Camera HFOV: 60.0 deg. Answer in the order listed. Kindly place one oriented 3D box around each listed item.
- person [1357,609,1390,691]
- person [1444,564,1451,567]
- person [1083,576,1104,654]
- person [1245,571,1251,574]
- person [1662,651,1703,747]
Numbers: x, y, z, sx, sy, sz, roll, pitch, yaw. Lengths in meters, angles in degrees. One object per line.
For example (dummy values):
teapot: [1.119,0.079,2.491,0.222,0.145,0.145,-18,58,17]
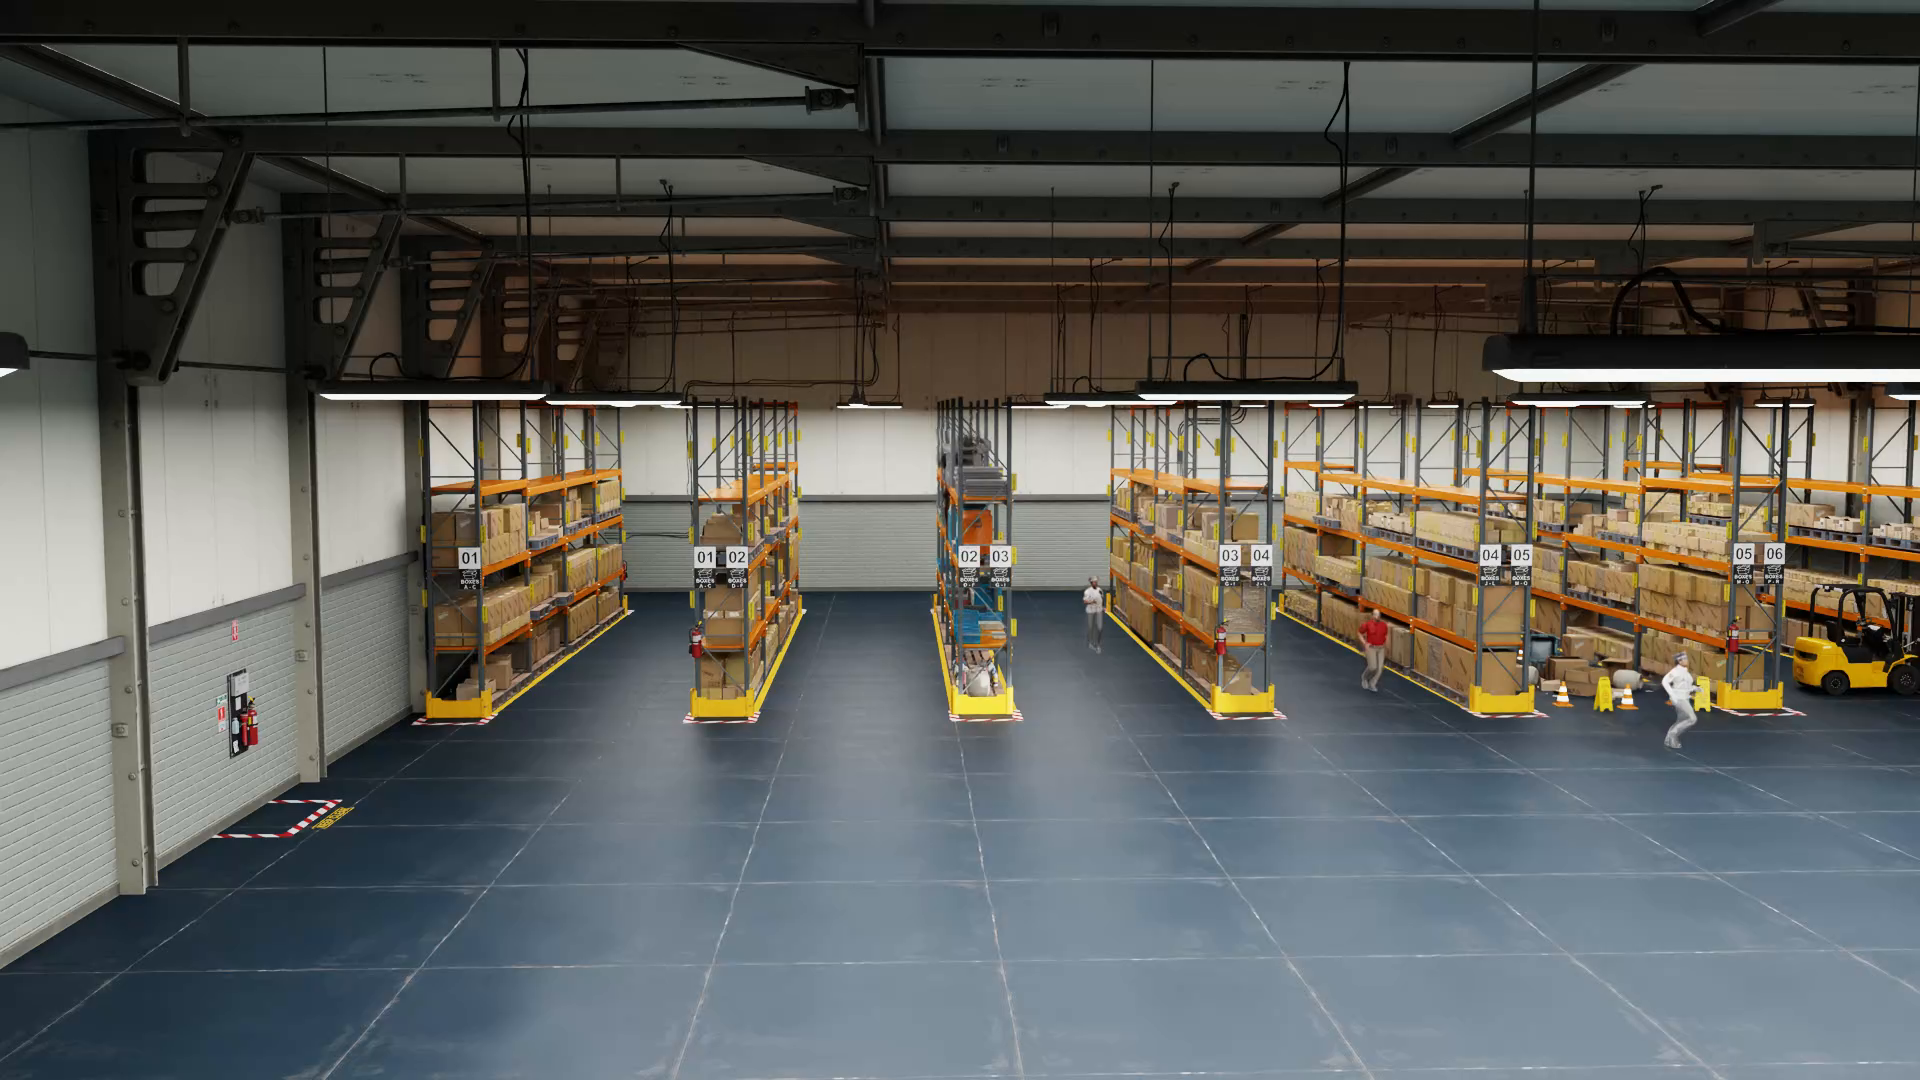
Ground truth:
person: [8.482,2.256,33.924,0.637,1.681,0.588,-1,5,-12]
person: [14.560,1.113,49.325,0.933,1.514,0.583,1,5,14]
person: [3.073,1.699,37.774,0.558,1.786,0.656,-1,5,-12]
person: [7.995,1.309,46.551,0.607,1.690,0.800,1,4,8]
person: [12.268,2.702,28.185,0.606,1.656,0.596,4,6,39]
